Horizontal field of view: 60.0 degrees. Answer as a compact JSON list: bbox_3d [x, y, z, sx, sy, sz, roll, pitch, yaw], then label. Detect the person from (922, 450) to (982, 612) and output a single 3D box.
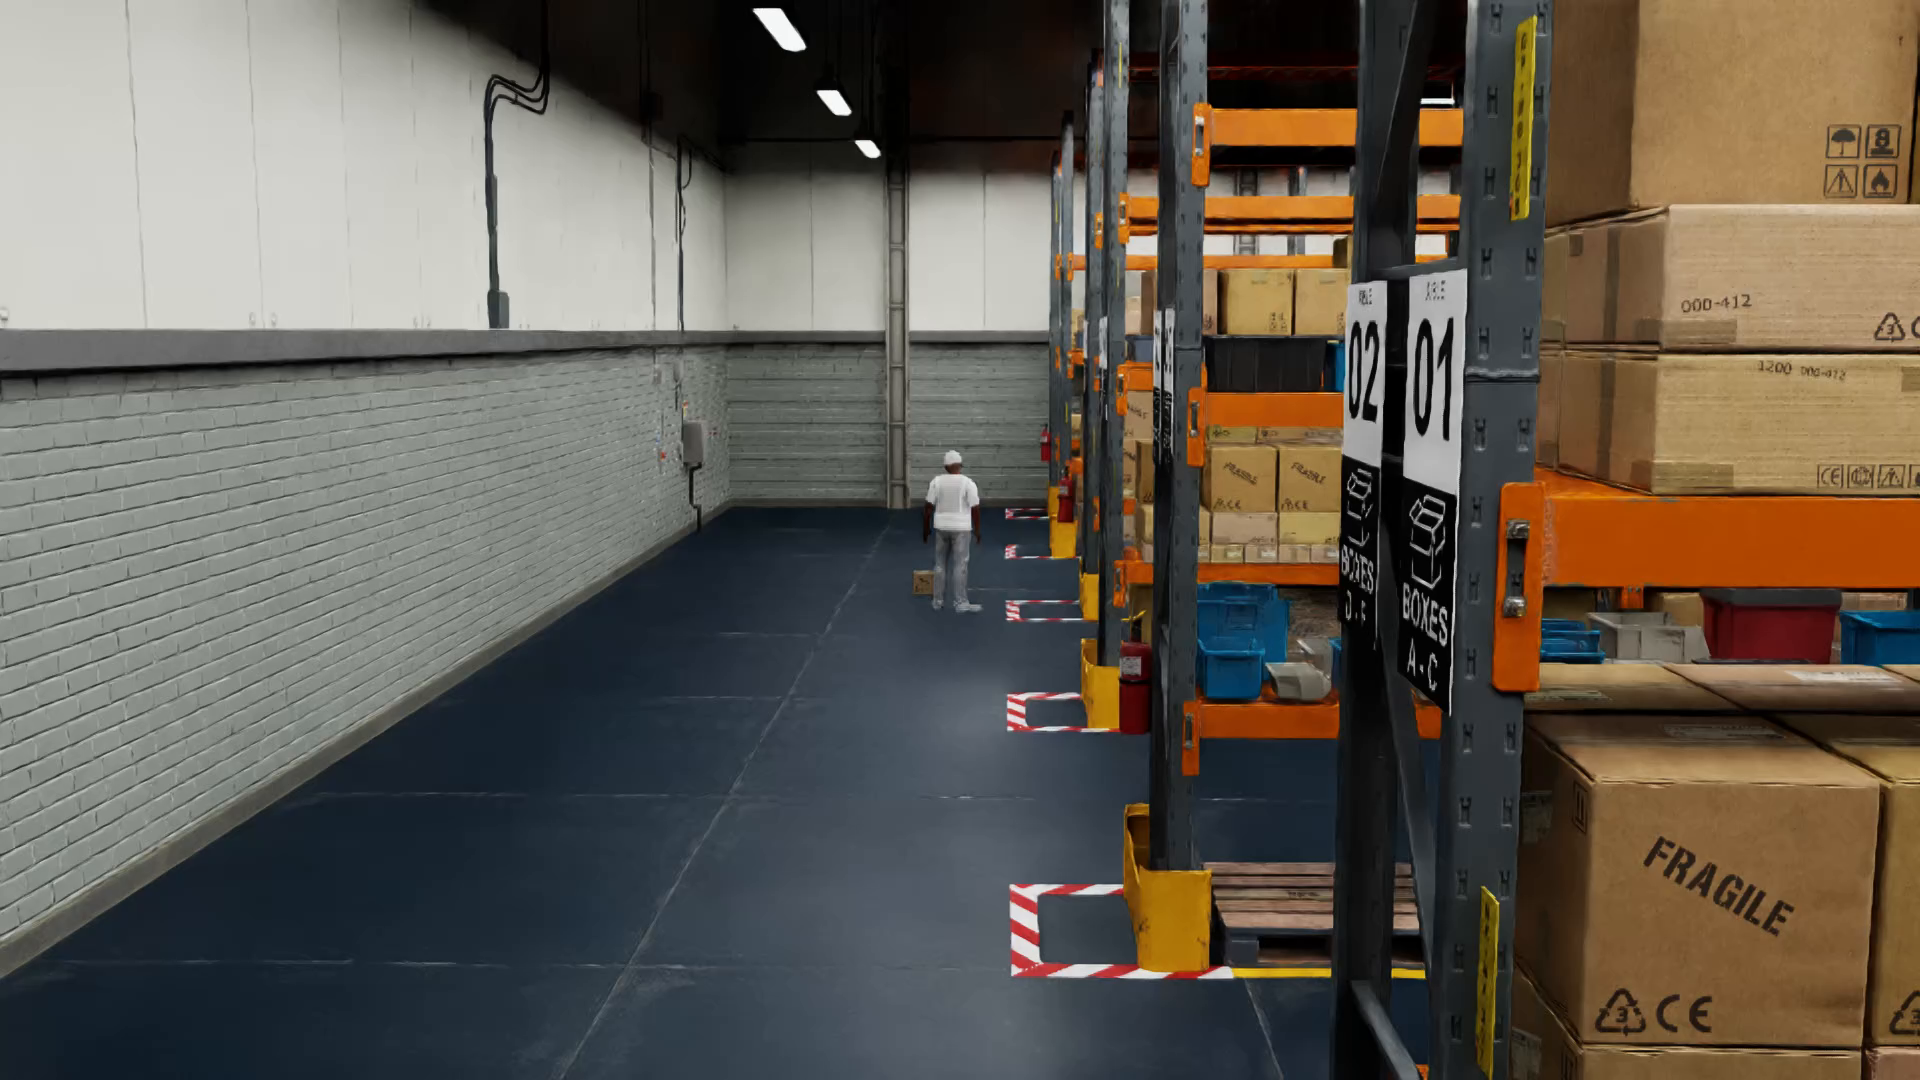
[{"bbox_3d":[-0.084,-0.106,18.331,0.683,1.764,0.383,3,8,19],"label":"person"}]
